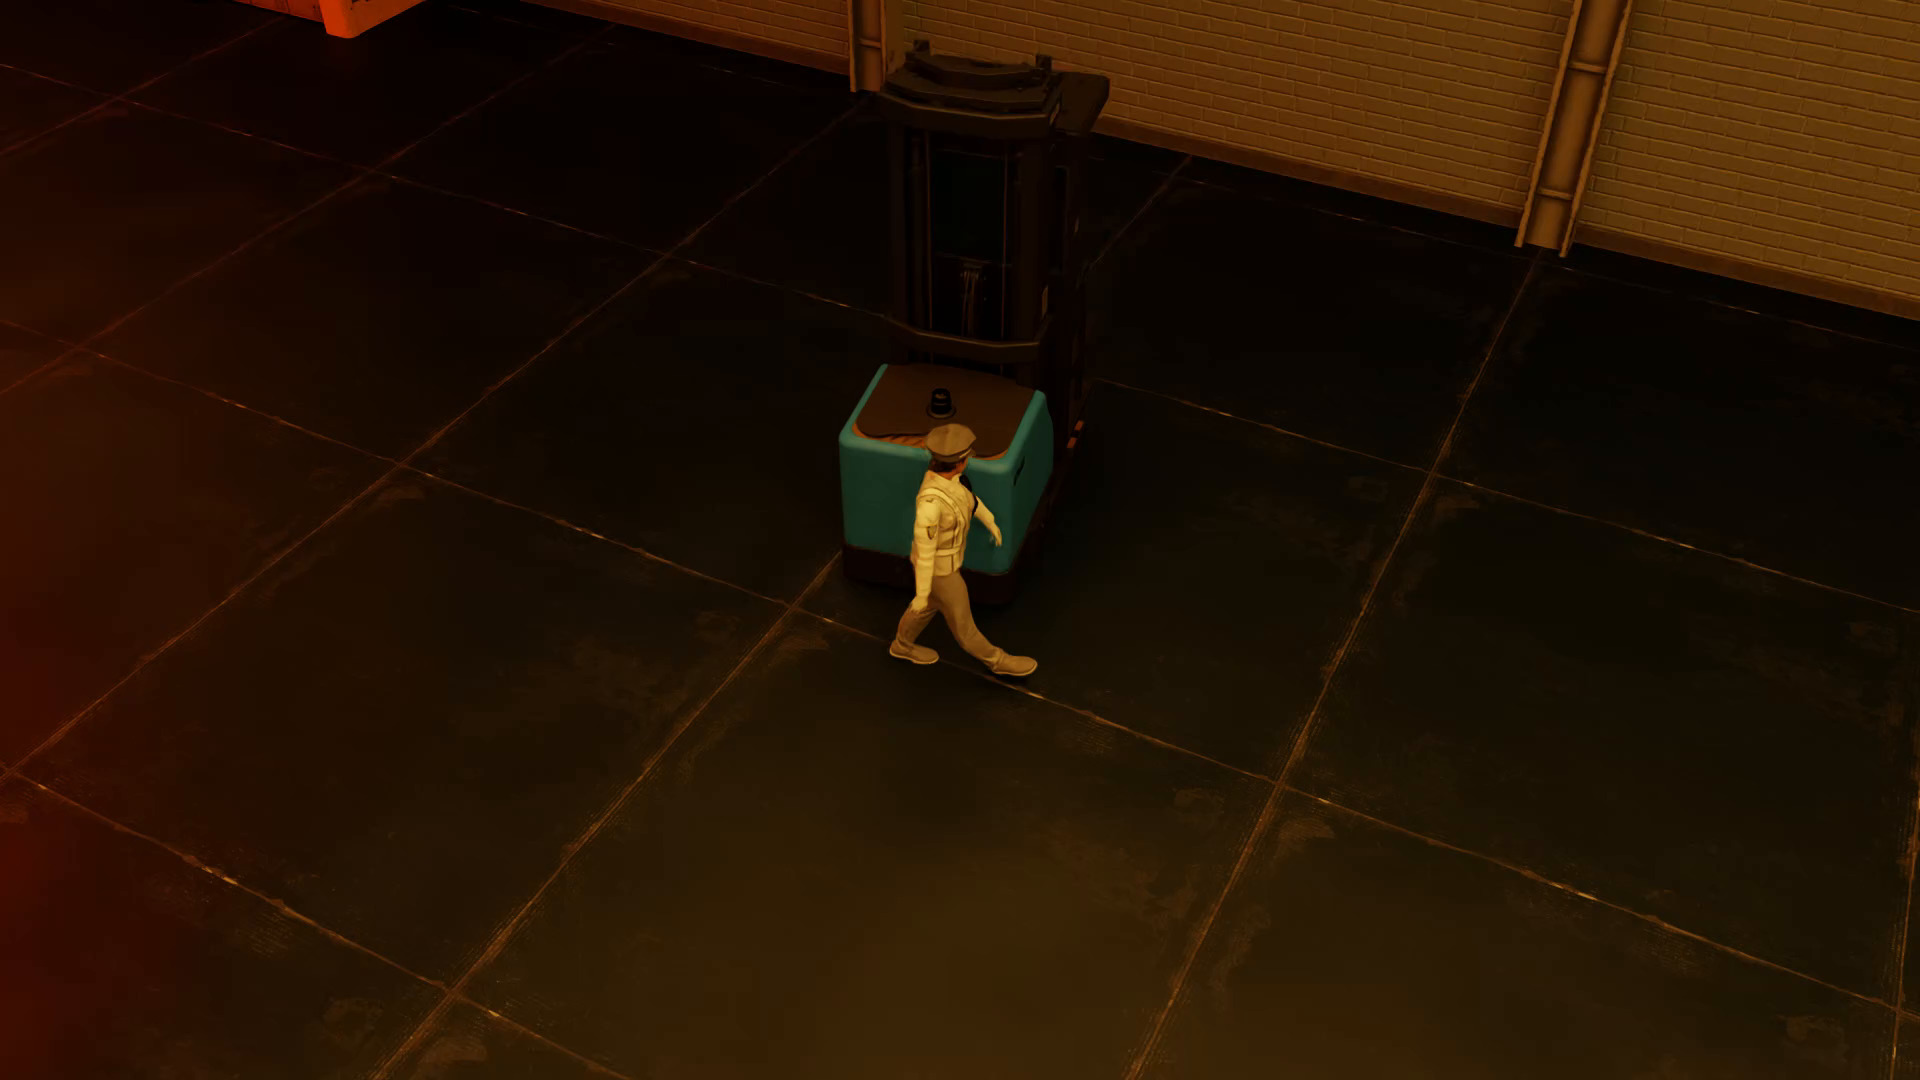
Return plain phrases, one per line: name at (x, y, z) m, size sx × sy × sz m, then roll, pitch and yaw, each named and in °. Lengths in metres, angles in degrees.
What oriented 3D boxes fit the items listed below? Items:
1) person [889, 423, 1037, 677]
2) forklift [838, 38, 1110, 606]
person at (0.010, 0.121, 8.864) m, size 0.857 × 1.624 × 0.658 m, roll 5°, pitch 40°, yaw 6°
forklift at (0.217, -1.696, 10.000) m, size 1.130 × 2.935 × 3.031 m, roll 11°, pitch 41°, yaw 13°
